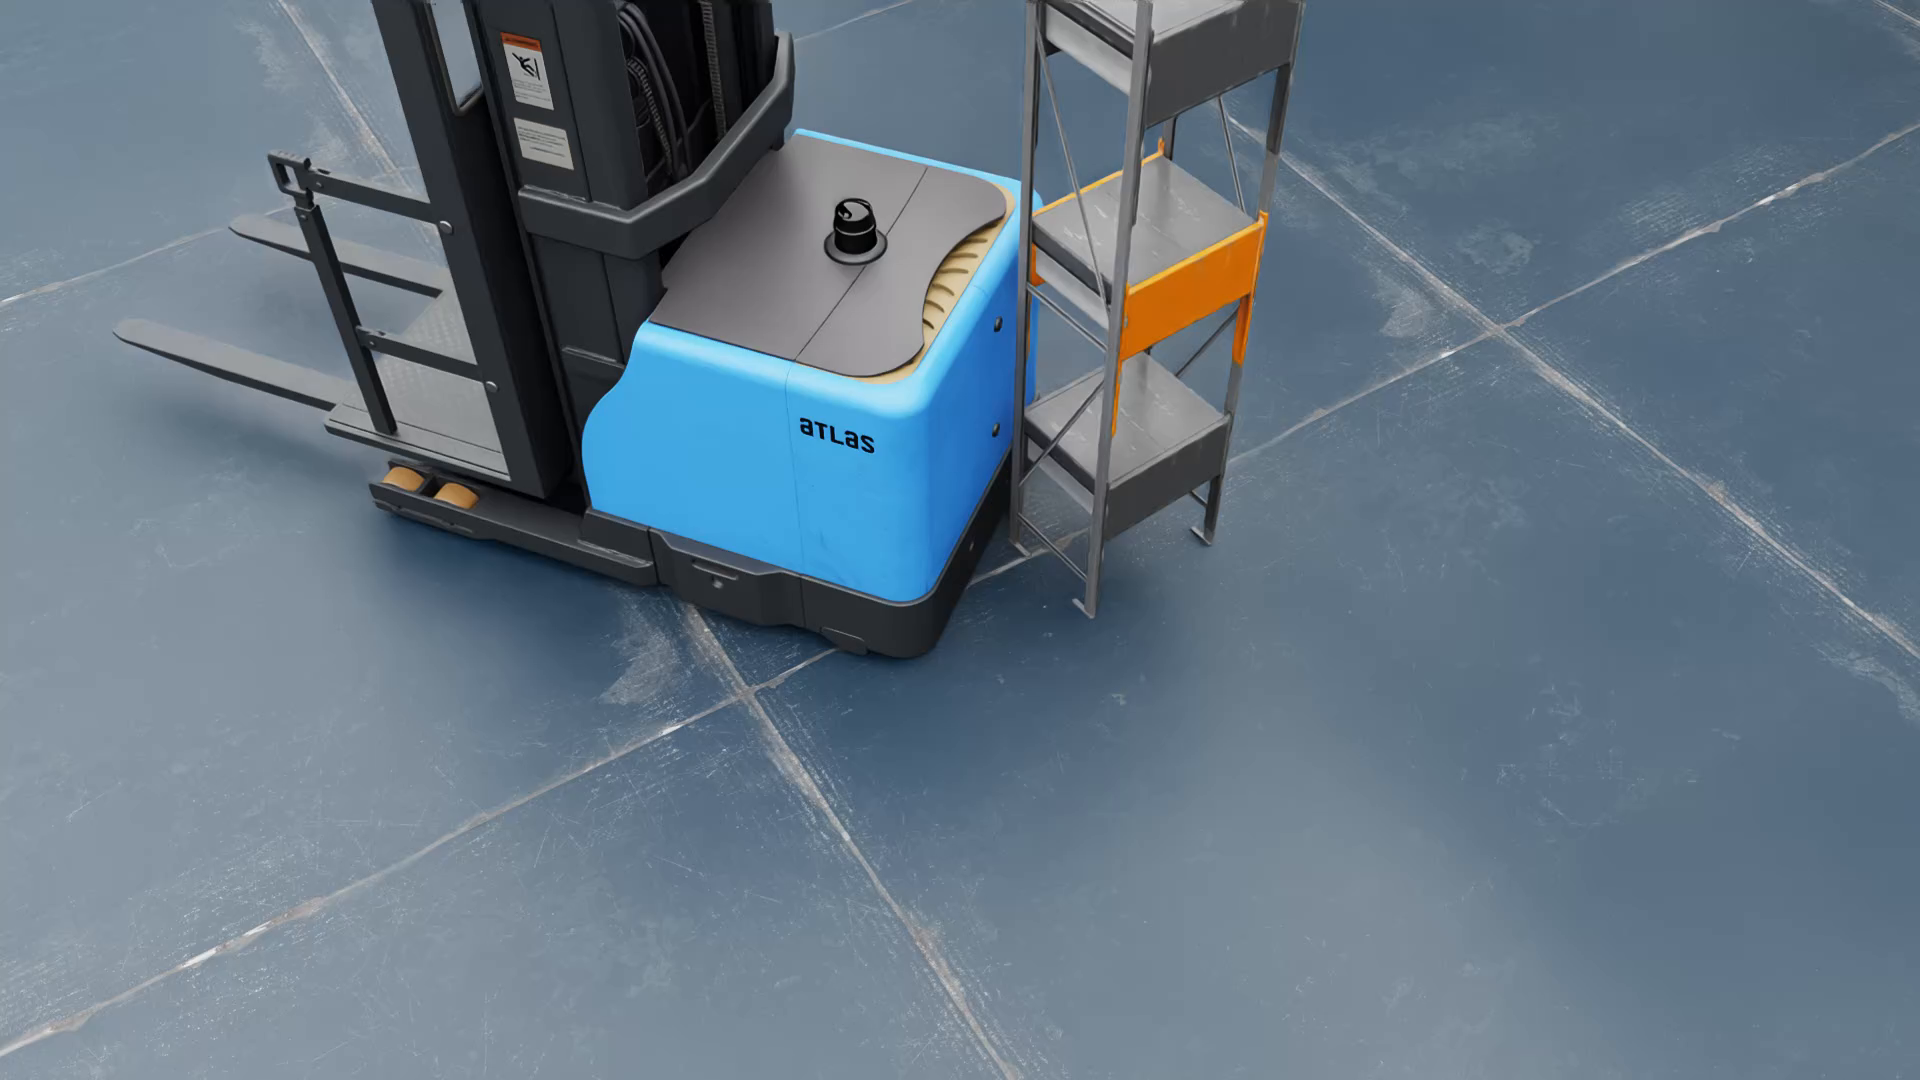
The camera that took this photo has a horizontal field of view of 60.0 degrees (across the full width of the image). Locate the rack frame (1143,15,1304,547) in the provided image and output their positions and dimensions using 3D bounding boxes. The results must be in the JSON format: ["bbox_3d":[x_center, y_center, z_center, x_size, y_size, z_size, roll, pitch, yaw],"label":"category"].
[{"bbox_3d":[0.670,-0.798,4.555,0.015,2.100,0.400,-30,55,-24],"label":"rack frame"}]

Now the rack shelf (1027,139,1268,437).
[{"bbox_3d":[0.476,-0.679,4.467,0.480,0.518,0.431,-30,55,-24],"label":"rack shelf"}]

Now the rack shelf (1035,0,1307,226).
[{"bbox_3d":[0.476,-1.144,3.944,0.480,0.518,0.431,-30,55,-24],"label":"rack shelf"}]

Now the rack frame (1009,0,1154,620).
[{"bbox_3d":[0.281,-0.577,4.358,0.015,2.100,0.400,-30,55,-24],"label":"rack frame"}]

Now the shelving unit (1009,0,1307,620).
[{"bbox_3d":[0.476,-0.688,4.456,0.503,2.100,0.431,-30,55,-24],"label":"shelving unit"}]

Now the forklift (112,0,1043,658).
[{"bbox_3d":[-1.317,-1.341,4.481,3.031,2.935,1.130,17,50,14],"label":"forklift"}]

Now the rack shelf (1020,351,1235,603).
[{"bbox_3d":[0.476,-0.213,4.989,0.480,0.518,0.431,-30,55,-24],"label":"rack shelf"}]
